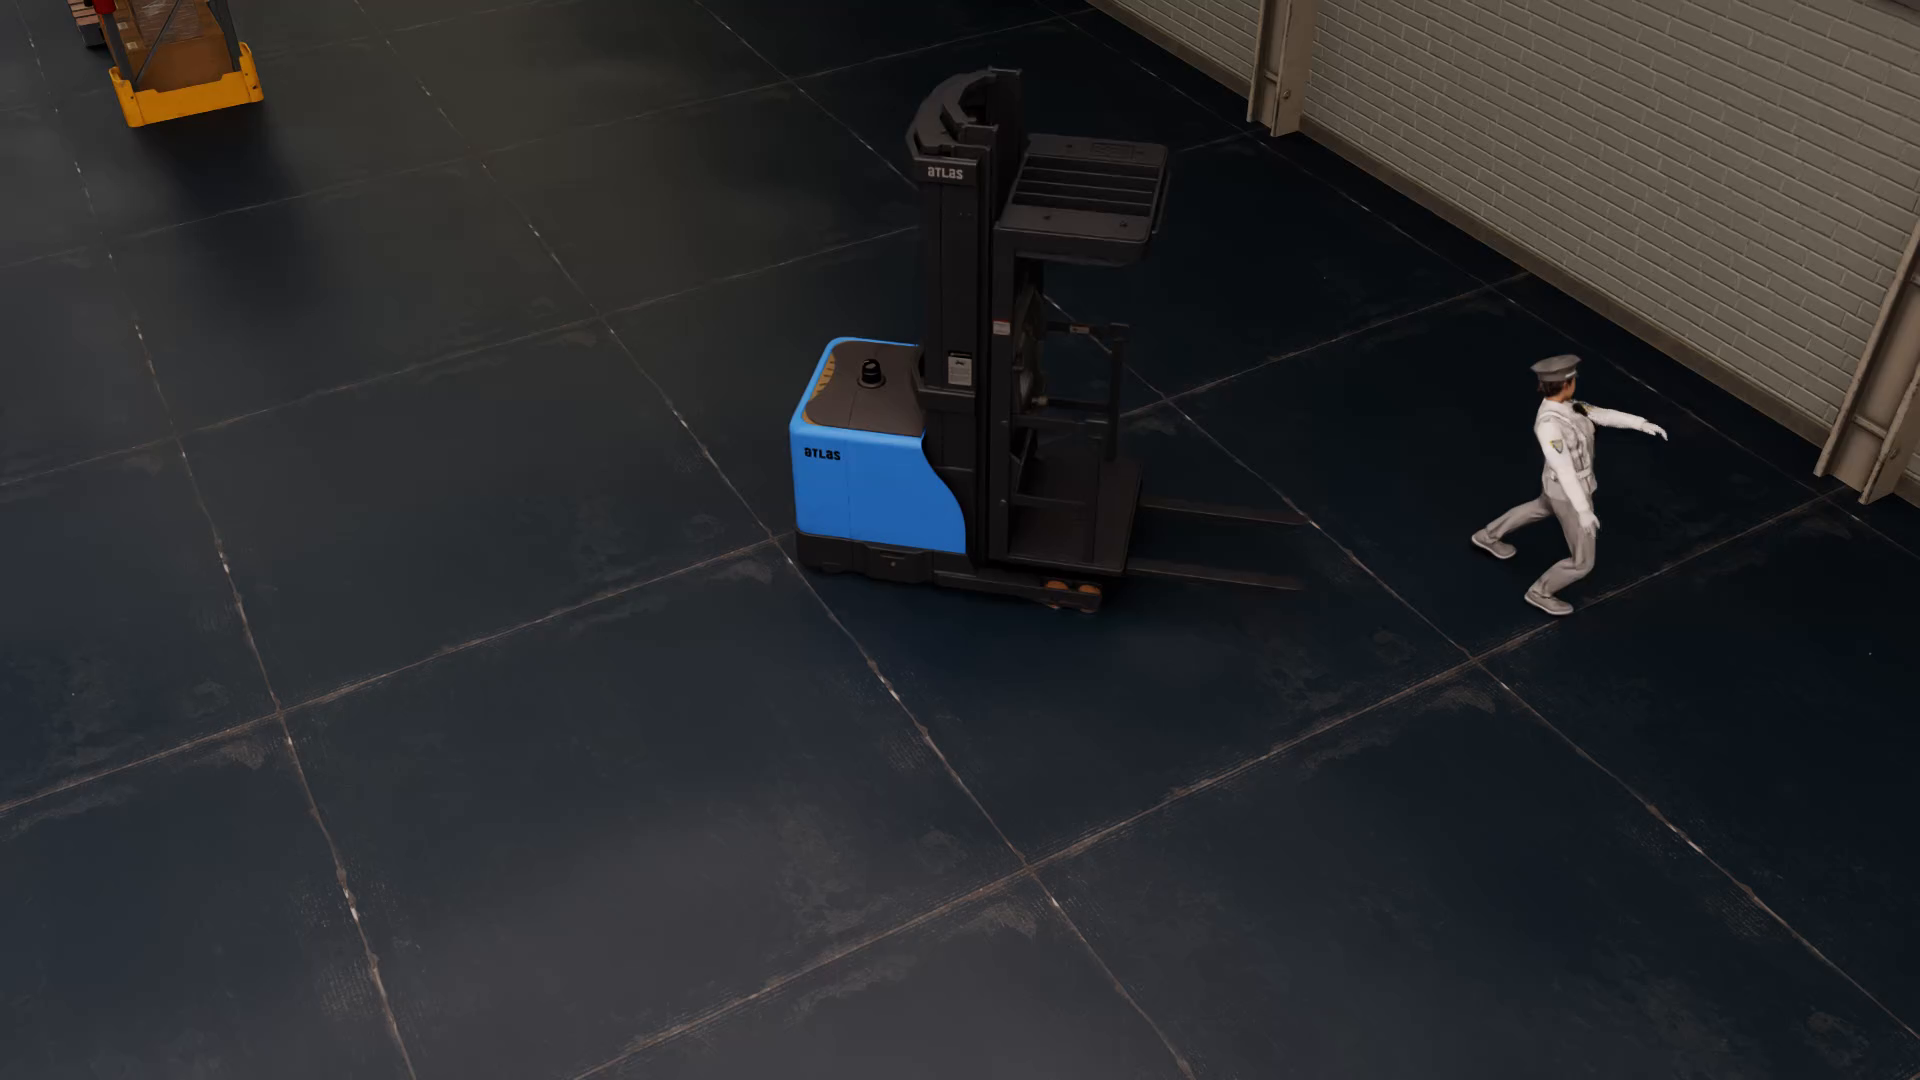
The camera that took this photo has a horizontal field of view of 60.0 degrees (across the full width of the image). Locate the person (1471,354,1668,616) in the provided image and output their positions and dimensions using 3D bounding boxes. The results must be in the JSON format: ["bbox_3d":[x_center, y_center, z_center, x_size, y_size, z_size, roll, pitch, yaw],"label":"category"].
[{"bbox_3d":[3.482,-0.253,9.433,0.803,1.513,0.835,6,40,7],"label":"person"}]

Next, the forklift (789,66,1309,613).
[{"bbox_3d":[0.576,-1.070,9.326,3.031,2.935,1.130,7,40,9],"label":"forklift"}]
